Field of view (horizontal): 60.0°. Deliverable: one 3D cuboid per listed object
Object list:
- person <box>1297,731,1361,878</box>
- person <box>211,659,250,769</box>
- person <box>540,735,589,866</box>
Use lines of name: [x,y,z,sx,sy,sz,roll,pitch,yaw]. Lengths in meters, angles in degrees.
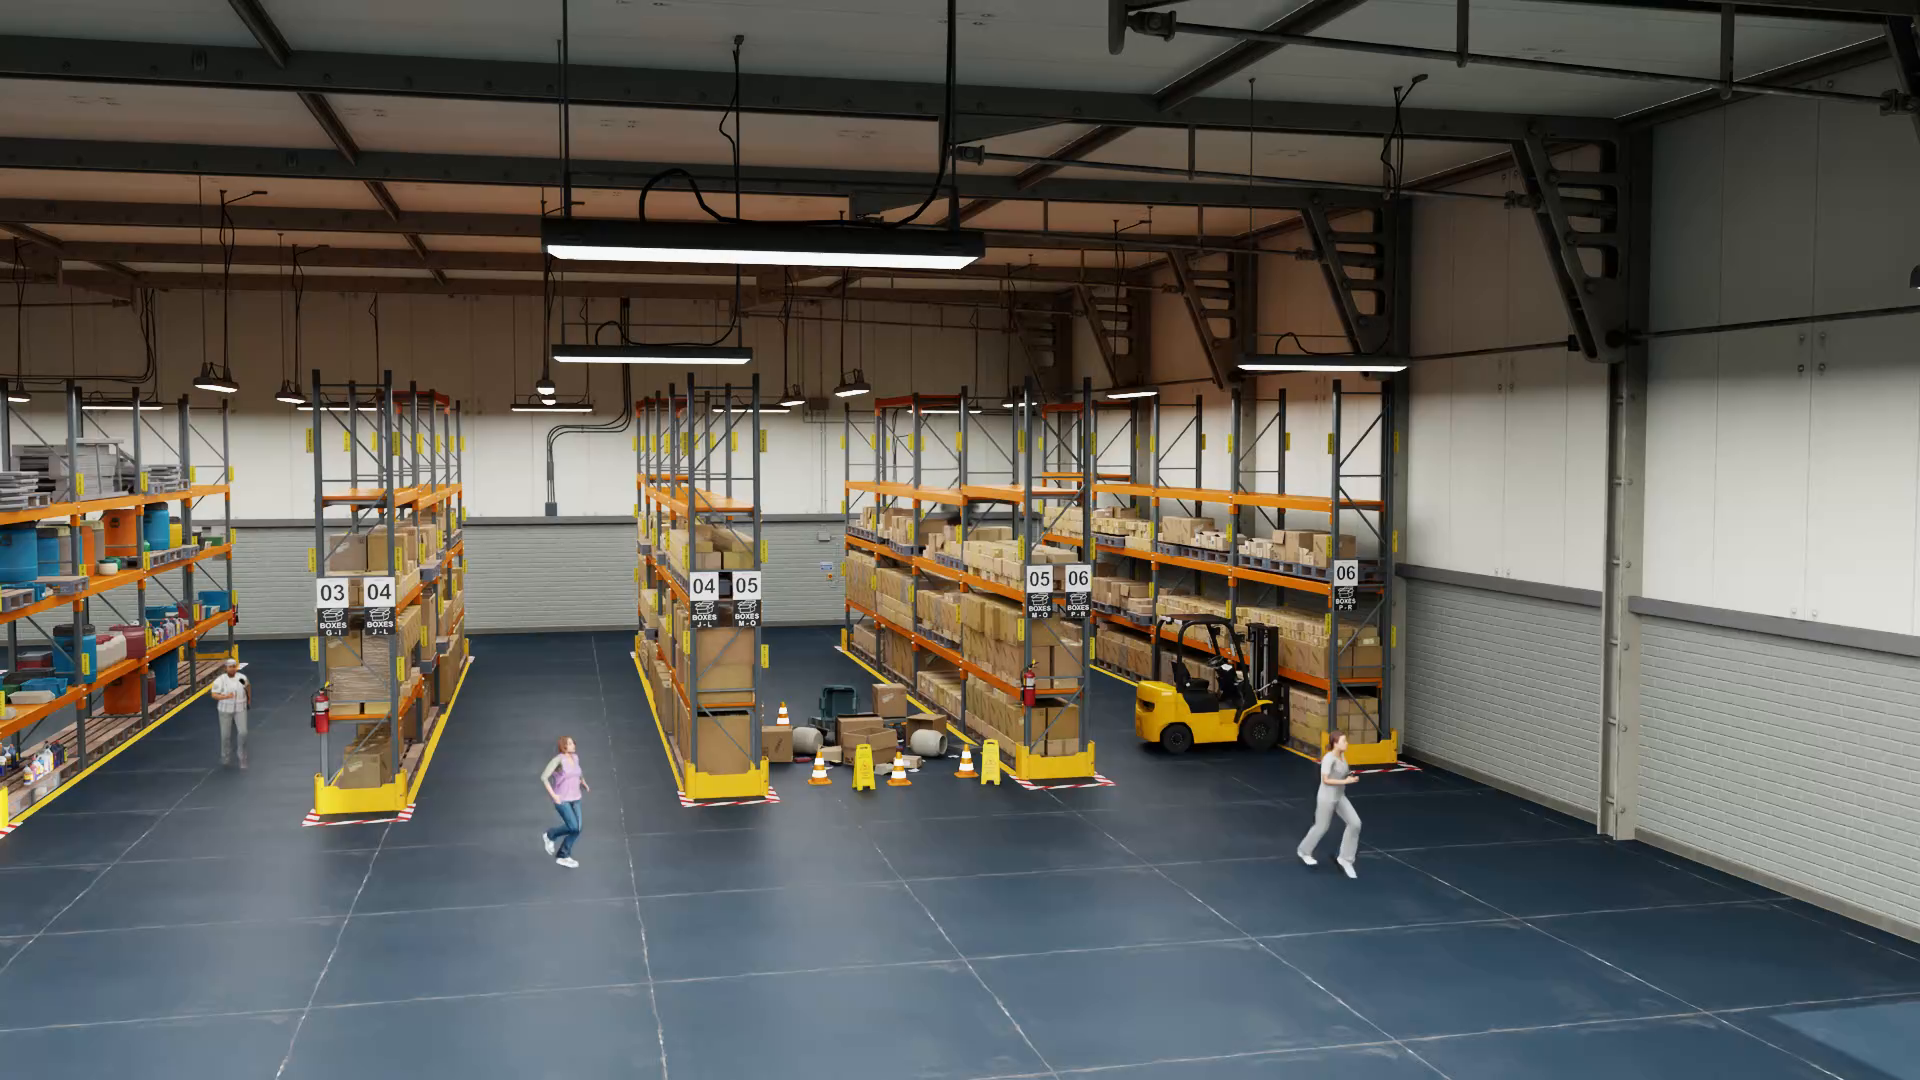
person: [4.303,3.052,19.424,0.836,1.701,0.586,3,4,43]
person: [-11.255,2.696,25.708,0.605,1.741,0.756,-2,4,-32]
person: [-4.667,3.098,19.708,0.521,1.540,0.588,2,4,29]
